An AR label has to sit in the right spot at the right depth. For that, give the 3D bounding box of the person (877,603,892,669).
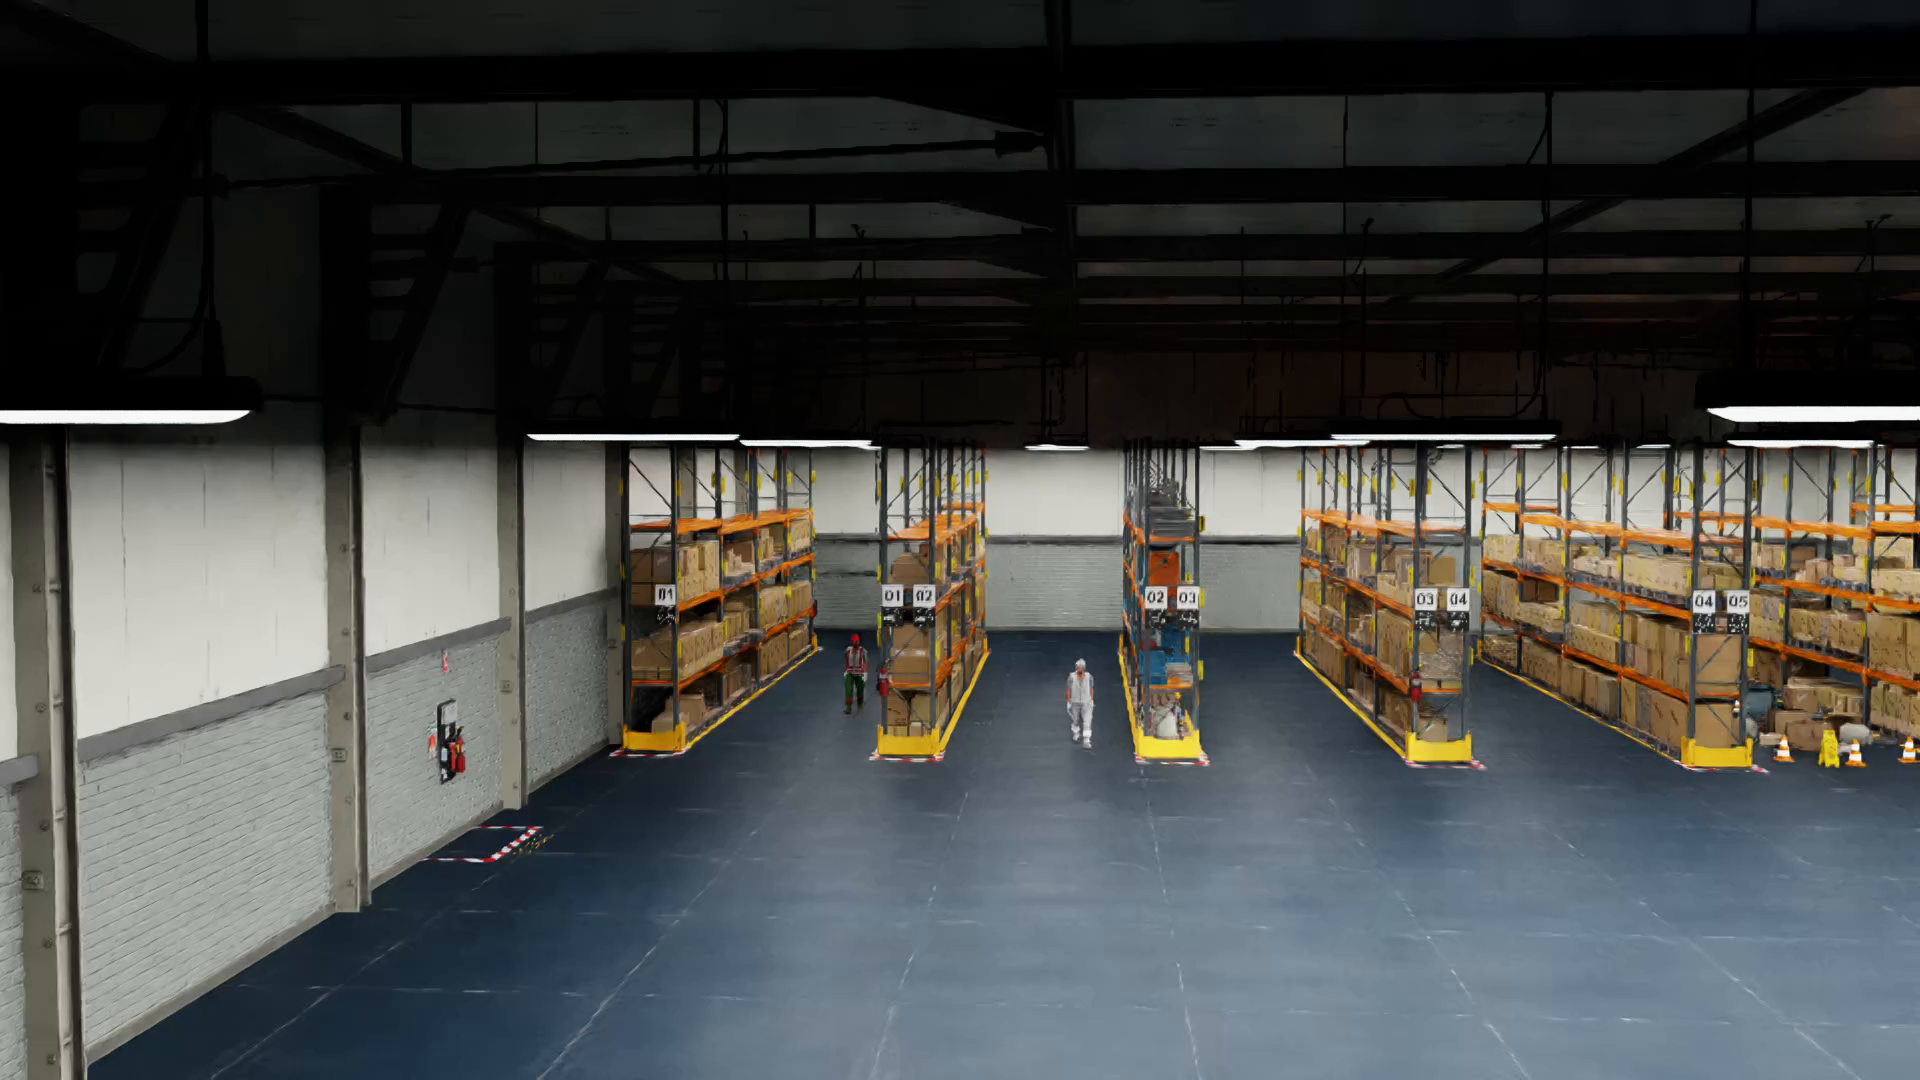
[{"bbox_3d":[-1.938,2.493,43.656,0.453,1.759,0.632,-1,3,-25],"label":"person"}]

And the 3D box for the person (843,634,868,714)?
[{"bbox_3d":[-2.285,2.908,36.356,0.550,1.709,1.128,0,3,2],"label":"person"}]

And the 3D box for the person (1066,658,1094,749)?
[{"bbox_3d":[2.323,3.133,32.131,0.557,1.708,1.125,0,3,3],"label":"person"}]

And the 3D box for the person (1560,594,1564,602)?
[{"bbox_3d":[17.805,2.271,49.175,0.511,1.657,0.554,3,4,41],"label":"person"}]
